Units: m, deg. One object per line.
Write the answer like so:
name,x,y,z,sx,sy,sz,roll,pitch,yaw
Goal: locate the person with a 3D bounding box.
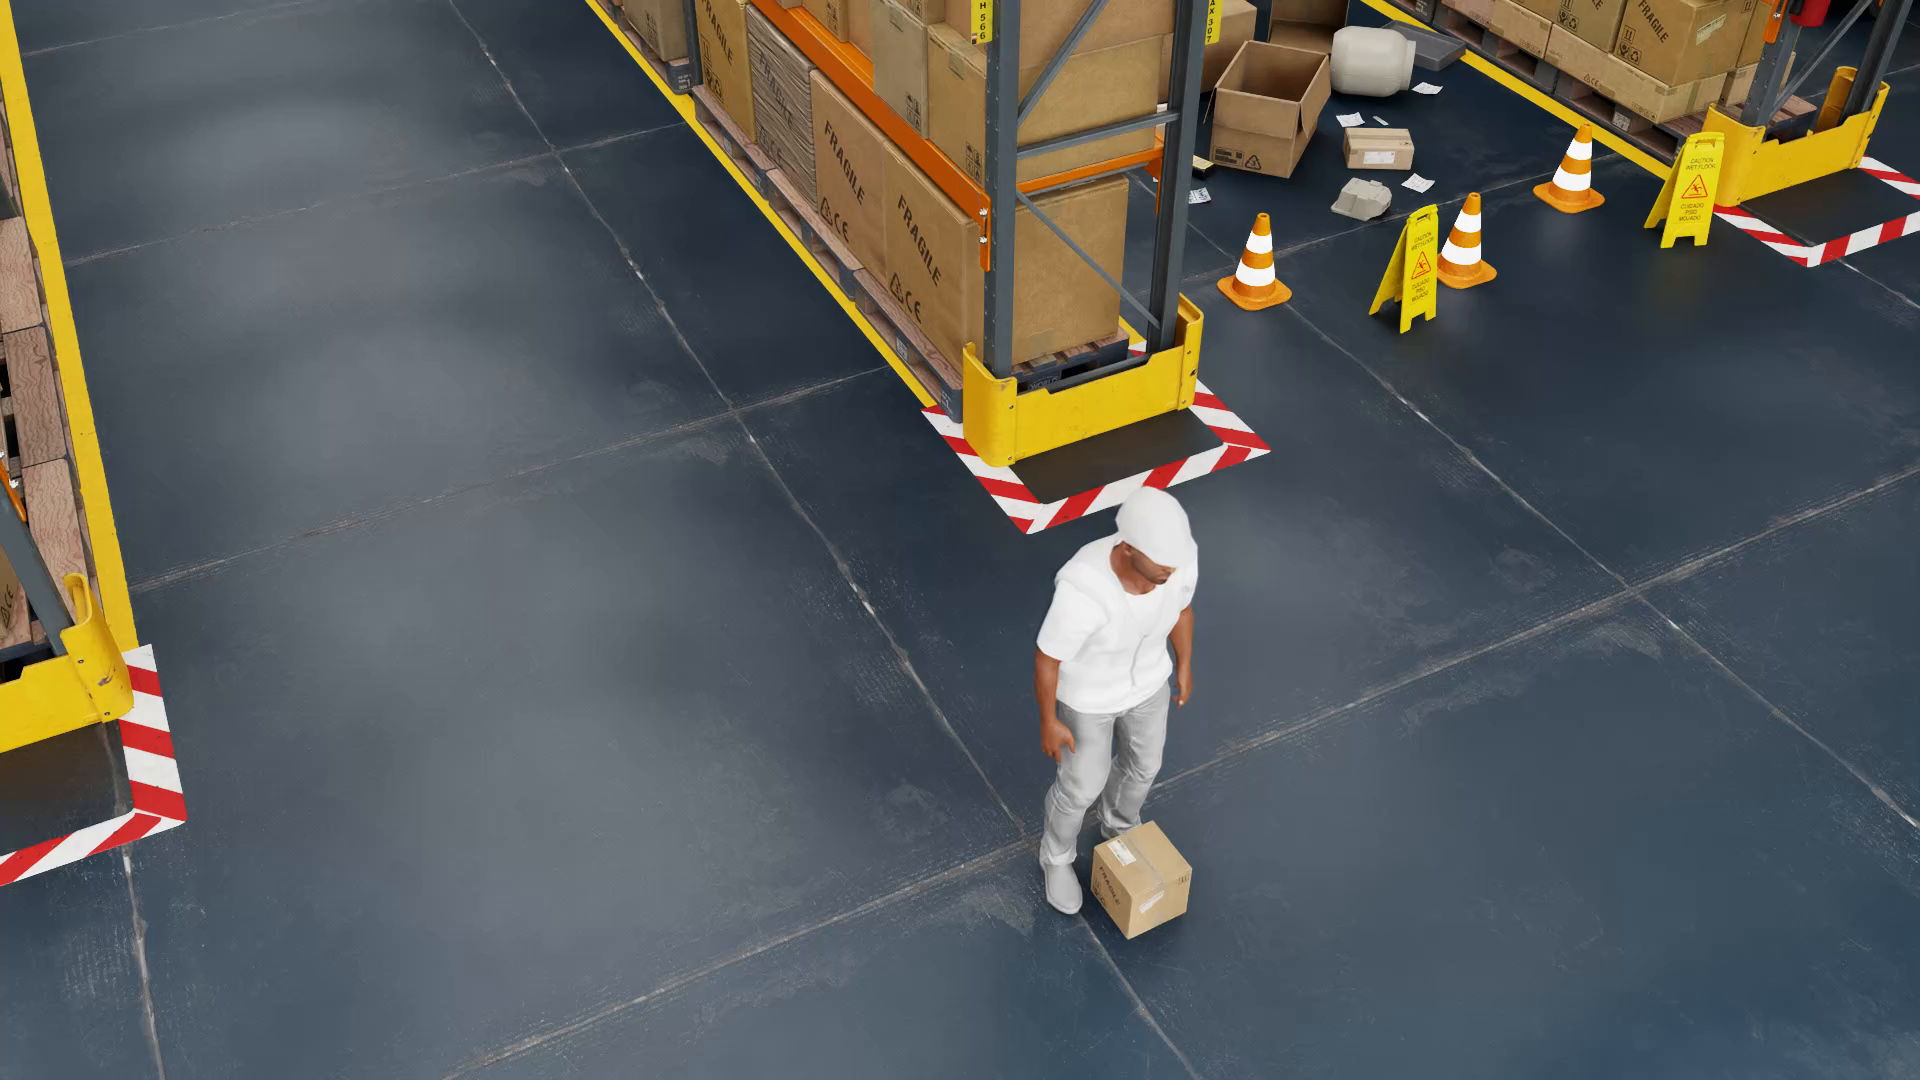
person,0.530,0.507,5.563,0.628,1.759,0.461,-21,45,-23
